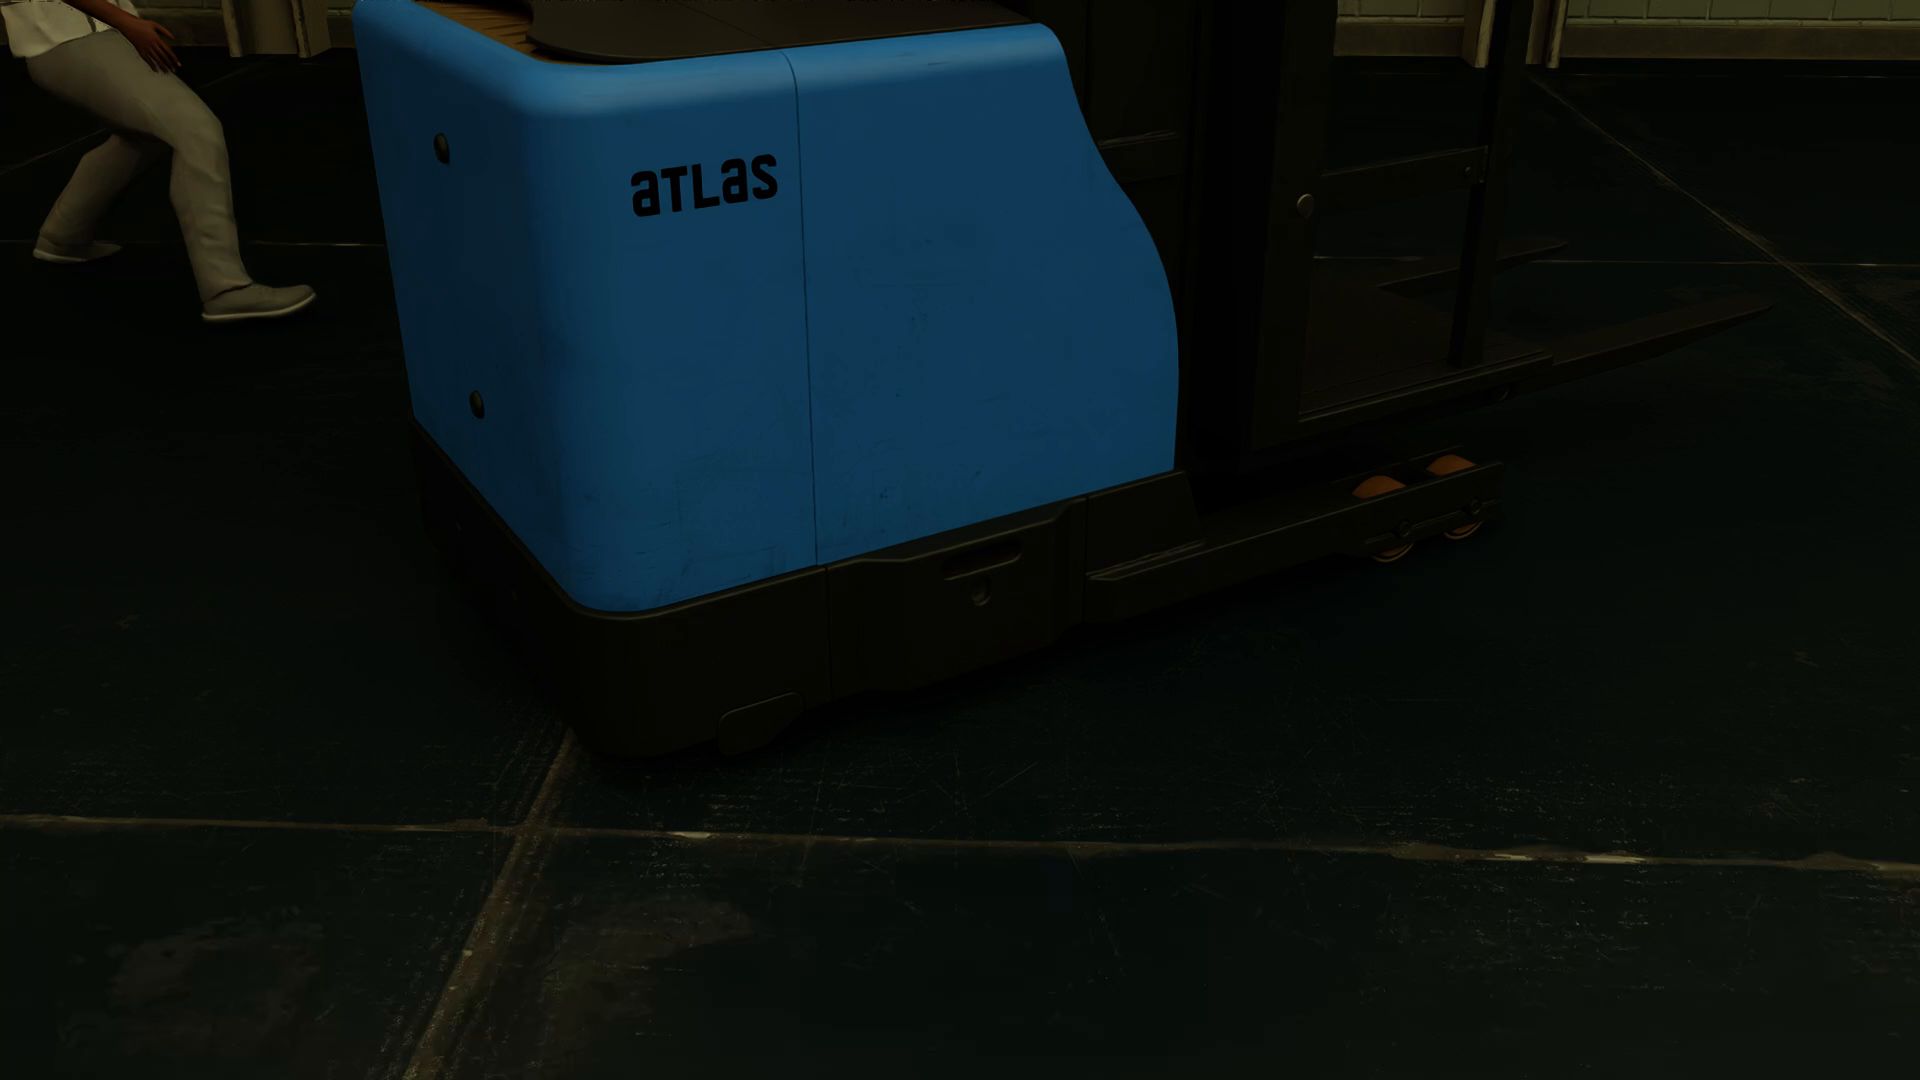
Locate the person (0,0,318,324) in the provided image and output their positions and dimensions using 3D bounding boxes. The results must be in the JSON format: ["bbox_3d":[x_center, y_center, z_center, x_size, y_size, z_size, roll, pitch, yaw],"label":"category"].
[{"bbox_3d":[-2.275,-1.382,4.507,0.891,1.520,0.951,-5,27,-11],"label":"person"}]

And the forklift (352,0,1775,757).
[{"bbox_3d":[0.486,-1.453,2.966,3.031,2.935,1.130,-15,30,-28],"label":"forklift"}]
